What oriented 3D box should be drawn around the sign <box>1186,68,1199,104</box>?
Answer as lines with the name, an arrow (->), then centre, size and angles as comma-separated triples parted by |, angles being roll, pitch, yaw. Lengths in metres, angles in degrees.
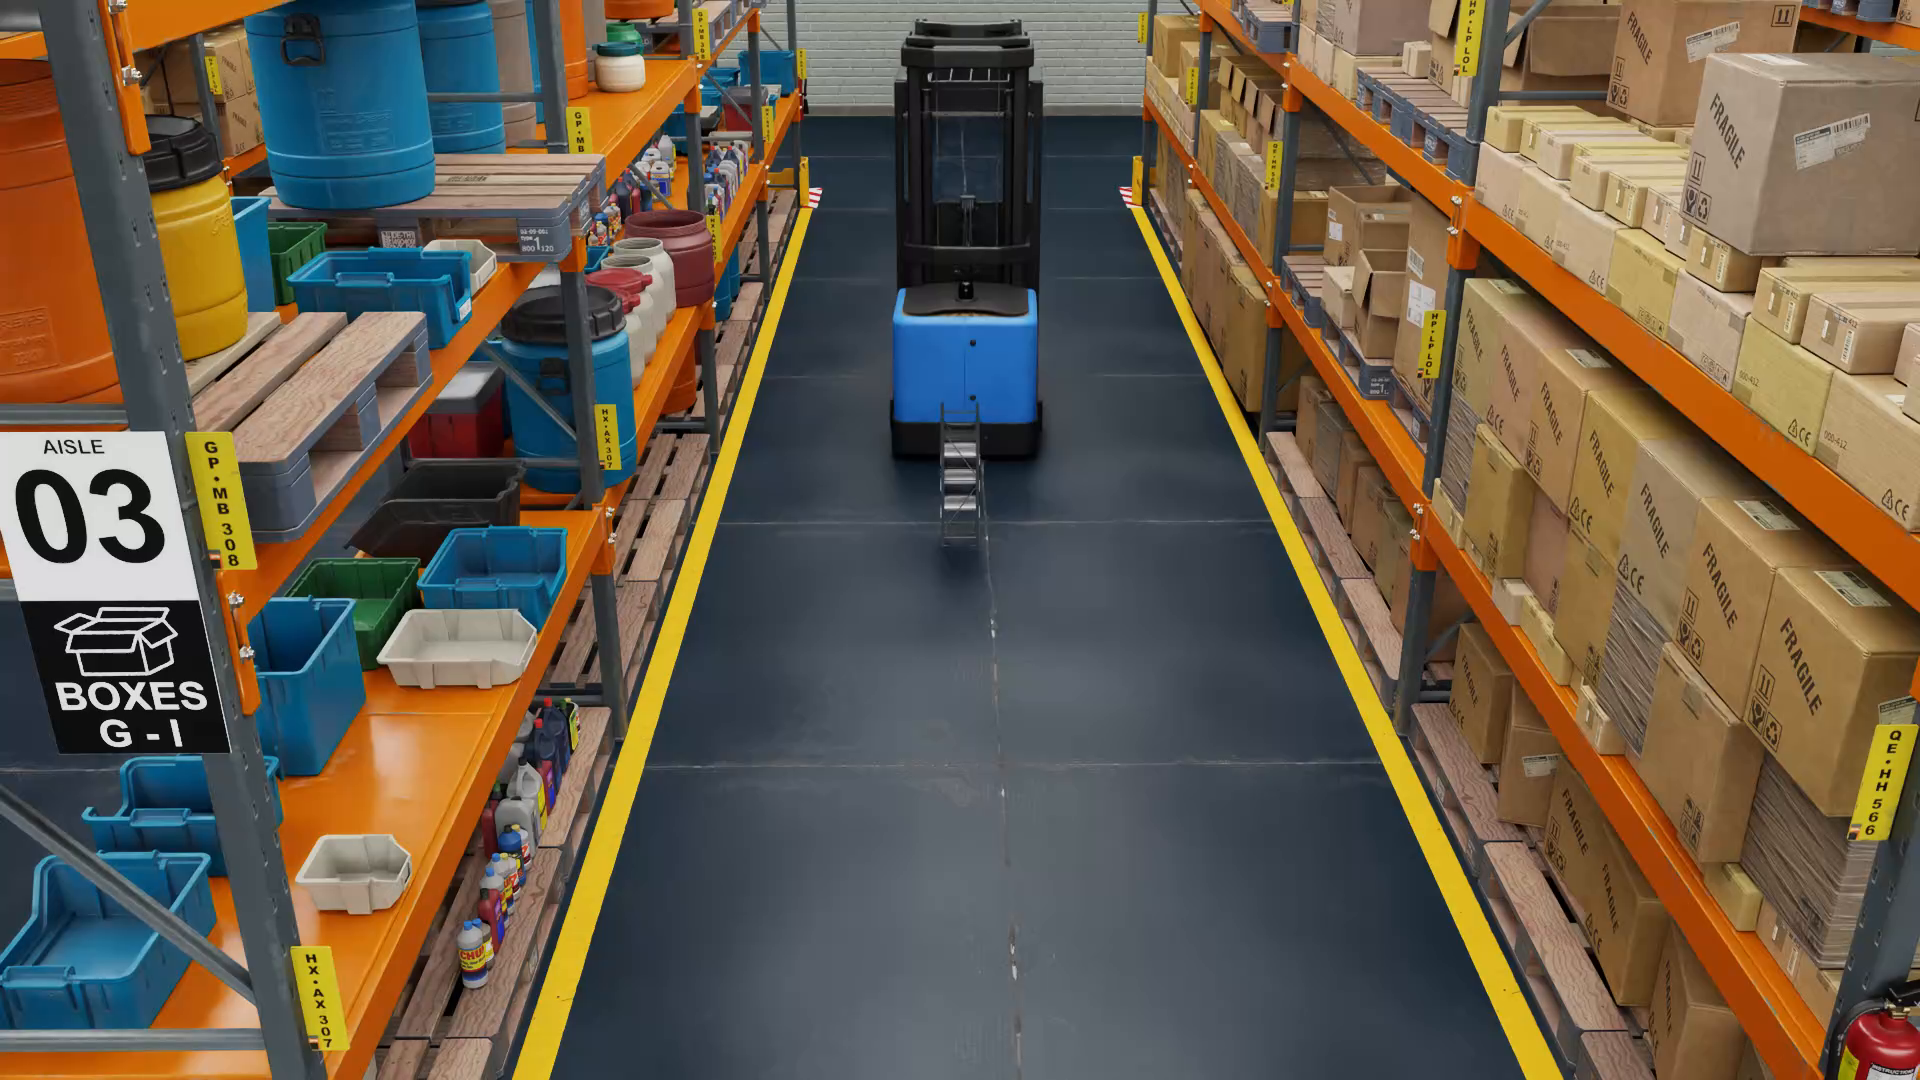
sign -> 2.099, -4.106, 15.043 | 0.100, 0.325, 0.005 | 0, 24, -1

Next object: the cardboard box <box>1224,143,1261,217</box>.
cardboard box -> 2.431, -2.907, 13.417 | 0.500, 0.500, 0.500 | 0, 24, 0

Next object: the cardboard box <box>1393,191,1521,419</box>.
cardboard box -> 2.873, -1.175, 8.471 | 1.000, 1.000, 1.000 | 0, 24, 0

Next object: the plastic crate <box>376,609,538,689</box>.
plastic crate -> -1.940, 0.428, 6.484 | 0.530, 0.136, 0.437 | 0, 24, -1

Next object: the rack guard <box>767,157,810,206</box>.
rack guard -> -2.355, -4.176, 19.376 | 1.175, 0.500, 0.348 | 0, 24, -1

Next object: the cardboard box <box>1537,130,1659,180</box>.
cardboard box -> 2.489, -1.505, 6.497 | 0.380, 0.149, 0.250 | 0, 24, 0

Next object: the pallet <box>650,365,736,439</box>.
pallet -> -2.305, -1.063, 12.843 | 1.003, 0.211, 1.213 | 0, 24, -1

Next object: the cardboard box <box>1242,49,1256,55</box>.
cardboard box -> 2.905, -4.286, 15.498 | 0.500, 0.500, 0.500 | 0, 24, -1

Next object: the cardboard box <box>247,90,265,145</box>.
cardboard box -> -6.994, -4.104, 16.062 | 0.500, 0.500, 0.500 | 0, 24, 0

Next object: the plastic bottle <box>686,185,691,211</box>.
plastic bottle -> -2.100, -2.747, 13.243 | 0.144, 0.351, 0.185 | 0, 24, -1

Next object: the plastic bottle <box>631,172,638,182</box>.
plastic bottle -> -2.688, -2.881, 13.635 | 0.097, 0.271, 0.097 | 0, 24, 0

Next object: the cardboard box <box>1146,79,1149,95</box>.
cardboard box -> 2.284, -5.065, 18.614 | 0.380, 0.149, 0.250 | 0, 24, 0

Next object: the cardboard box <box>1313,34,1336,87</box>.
cardboard box -> 2.453, -2.923, 10.114 | 0.500, 0.250, 0.500 | 0, 24, 1

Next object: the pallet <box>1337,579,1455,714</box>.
pallet -> 2.731, 0.567, 9.239 | 1.003, 0.211, 1.213 | 0, 24, -1

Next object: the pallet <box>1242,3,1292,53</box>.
pallet -> 2.638, -3.576, 11.607 | 1.213, 0.211, 1.003 | 1, 24, 2

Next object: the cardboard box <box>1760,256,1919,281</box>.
cardboard box -> 2.567, -0.753, 4.833 | 0.380, 0.149, 0.250 | 0, 24, 0

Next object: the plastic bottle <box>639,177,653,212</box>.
plastic bottle -> -2.542, -2.801, 13.459 | 0.097, 0.271, 0.097 | 0, 24, 0

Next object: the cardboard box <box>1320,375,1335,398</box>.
cardboard box -> 2.735, -1.158, 11.260 | 0.500, 0.250, 0.500 | 1, 24, 2

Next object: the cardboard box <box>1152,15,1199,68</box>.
cardboard box -> 2.351, -5.331, 17.808 | 0.500, 0.500, 0.500 | -1, 24, -2

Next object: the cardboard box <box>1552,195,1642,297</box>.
cardboard box -> 2.496, -1.071, 6.021 | 0.500, 0.250, 0.500 | -1, 24, -3

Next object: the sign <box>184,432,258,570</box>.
sign -> -1.618, -0.083, 3.643 | 0.100, 0.325, 0.005 | 0, 24, -1

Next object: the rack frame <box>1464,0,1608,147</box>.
rack frame -> 2.741, -3.116, 6.719 | 1.000, 3.000, 0.127 | 0, 24, -1

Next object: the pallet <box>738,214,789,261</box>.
pallet -> -2.362, -3.193, 17.553 | 1.003, 0.211, 1.213 | 0, 24, -1

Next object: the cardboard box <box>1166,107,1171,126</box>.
cardboard box -> 2.307, -4.323, 16.973 | 0.380, 0.149, 0.250 | 0, 24, 0

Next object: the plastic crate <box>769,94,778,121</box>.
plastic crate -> -2.063, -4.411, 16.993 | 0.416, 0.233, 0.300 | 0, 24, -1

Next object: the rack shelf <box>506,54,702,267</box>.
rack shelf -> -2.233, -2.223, 9.258 | 1.077, 0.370, 4.000 | 0, 24, -1

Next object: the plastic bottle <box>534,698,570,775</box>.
plastic bottle -> -1.916, 0.910, 7.778 | 0.144, 0.351, 0.185 | -1, 24, -2

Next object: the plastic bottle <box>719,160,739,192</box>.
plastic bottle -> -1.962, -3.081, 14.072 | 0.152, 0.276, 0.135 | 0, 24, -1

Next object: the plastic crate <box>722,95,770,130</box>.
plastic crate -> -2.131, -4.260, 16.600 | 0.437, 0.282, 0.530 | 0, 24, -1

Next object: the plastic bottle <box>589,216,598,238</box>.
plastic bottle -> -2.688, -2.215, 12.149 | 0.061, 0.283, 0.133 | 0, 24, -1

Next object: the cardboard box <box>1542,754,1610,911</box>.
cardboard box -> 2.805, 1.222, 6.933 | 0.500, 0.500, 0.500 | -2, 24, -5

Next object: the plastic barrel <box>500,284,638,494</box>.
plastic barrel -> -1.913, -0.749, 8.158 | 0.600, 0.901, 0.708 | 0, 24, -1

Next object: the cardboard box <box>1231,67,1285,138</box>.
cardboard box -> 2.665, -3.635, 13.810 | 0.797, 0.503, 0.637 | 0, 24, 0

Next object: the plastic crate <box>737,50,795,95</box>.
plastic crate -> -2.152, -5.211, 18.516 | 0.616, 0.435, 0.499 | 0, 24, -1

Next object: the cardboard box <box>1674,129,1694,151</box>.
cardboard box -> 3.035, -1.516, 6.521 | 0.380, 0.149, 0.250 | -1, 24, -3

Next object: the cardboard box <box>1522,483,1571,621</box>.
cardboard box -> 2.761, 0.034, 6.552 | 0.875, 0.500, 0.500 | 0, 24, -1

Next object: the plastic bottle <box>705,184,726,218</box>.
plastic bottle -> -1.952, -2.703, 13.237 | 0.152, 0.276, 0.135 | 0, 24, -1

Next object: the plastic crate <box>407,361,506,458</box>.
plastic crate -> -2.523, -0.587, 8.331 | 0.402, 0.464, 0.583 | 0, 24, -1

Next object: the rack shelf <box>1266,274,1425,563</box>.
rack shelf -> 2.720, -0.879, 9.926 | 1.077, 0.370, 4.000 | 0, 24, -1

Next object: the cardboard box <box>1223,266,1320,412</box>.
cardboard box -> 2.711, -1.538, 12.580 | 1.225, 0.875, 0.875 | -1, 24, -3

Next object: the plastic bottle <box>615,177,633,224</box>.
plastic bottle -> -2.659, -2.687, 13.112 | 0.144, 0.351, 0.185 | 0, 24, -1

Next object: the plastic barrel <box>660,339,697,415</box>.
plastic barrel -> -2.277, -1.412, 12.357 | 0.600, 0.830, 0.708 | 0, 24, -1

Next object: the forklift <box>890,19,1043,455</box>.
forklift -> 0.070, -2.507, 12.736 | 1.130, 2.935, 3.031 | 1, 24, 1

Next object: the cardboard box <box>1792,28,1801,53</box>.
cardboard box -> 7.339, -4.489, 15.339 | 0.500, 0.500, 0.500 | -1, 24, -2

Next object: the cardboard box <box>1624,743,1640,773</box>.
cardboard box -> 2.545, 0.749, 5.759 | 0.380, 0.149, 0.250 | 0, 24, -1

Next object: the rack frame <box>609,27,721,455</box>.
rack frame -> -2.255, -2.008, 11.551 | 1.000, 3.000, 0.127 | 0, 24, -1

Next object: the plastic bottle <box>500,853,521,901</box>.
plastic bottle -> -1.882, 1.391, 6.896 | 0.097, 0.201, 0.097 | 0, 24, 0

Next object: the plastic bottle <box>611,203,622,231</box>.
plastic bottle -> -2.679, -2.506, 12.892 | 0.097, 0.201, 0.097 | 0, 24, 0

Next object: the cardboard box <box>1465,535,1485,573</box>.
cardboard box -> 2.463, 0.028, 7.353 | 0.380, 0.149, 0.250 | 0, 24, -1

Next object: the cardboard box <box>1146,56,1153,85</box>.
cardboard box -> 2.346, -5.195, 18.418 | 0.500, 0.250, 0.500 | -1, 24, -2

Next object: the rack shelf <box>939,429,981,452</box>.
rack shelf -> 0.000, -0.629, 10.474 | 0.258, 0.077, 0.200 | 0, 24, -1

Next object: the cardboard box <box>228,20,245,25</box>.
cardboard box -> -6.993, -4.970, 16.764 | 0.500, 0.500, 0.500 | 0, 24, 1

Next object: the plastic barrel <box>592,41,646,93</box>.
plastic barrel -> -2.008, -2.789, 9.805 | 0.301, 0.262, 0.301 | 0, 24, 0

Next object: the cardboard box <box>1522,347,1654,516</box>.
cardboard box -> 2.504, -0.420, 6.344 | 0.500, 0.500, 0.500 | 0, 24, -1

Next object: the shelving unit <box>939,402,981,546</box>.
shelving unit -> 0.000, -0.413, 10.572 | 0.258, 0.900, 0.210 | 0, 24, -1

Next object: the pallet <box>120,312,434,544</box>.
pallet -> -2.079, -0.334, 4.437 | 1.003, 0.211, 1.213 | 0, 24, -1
